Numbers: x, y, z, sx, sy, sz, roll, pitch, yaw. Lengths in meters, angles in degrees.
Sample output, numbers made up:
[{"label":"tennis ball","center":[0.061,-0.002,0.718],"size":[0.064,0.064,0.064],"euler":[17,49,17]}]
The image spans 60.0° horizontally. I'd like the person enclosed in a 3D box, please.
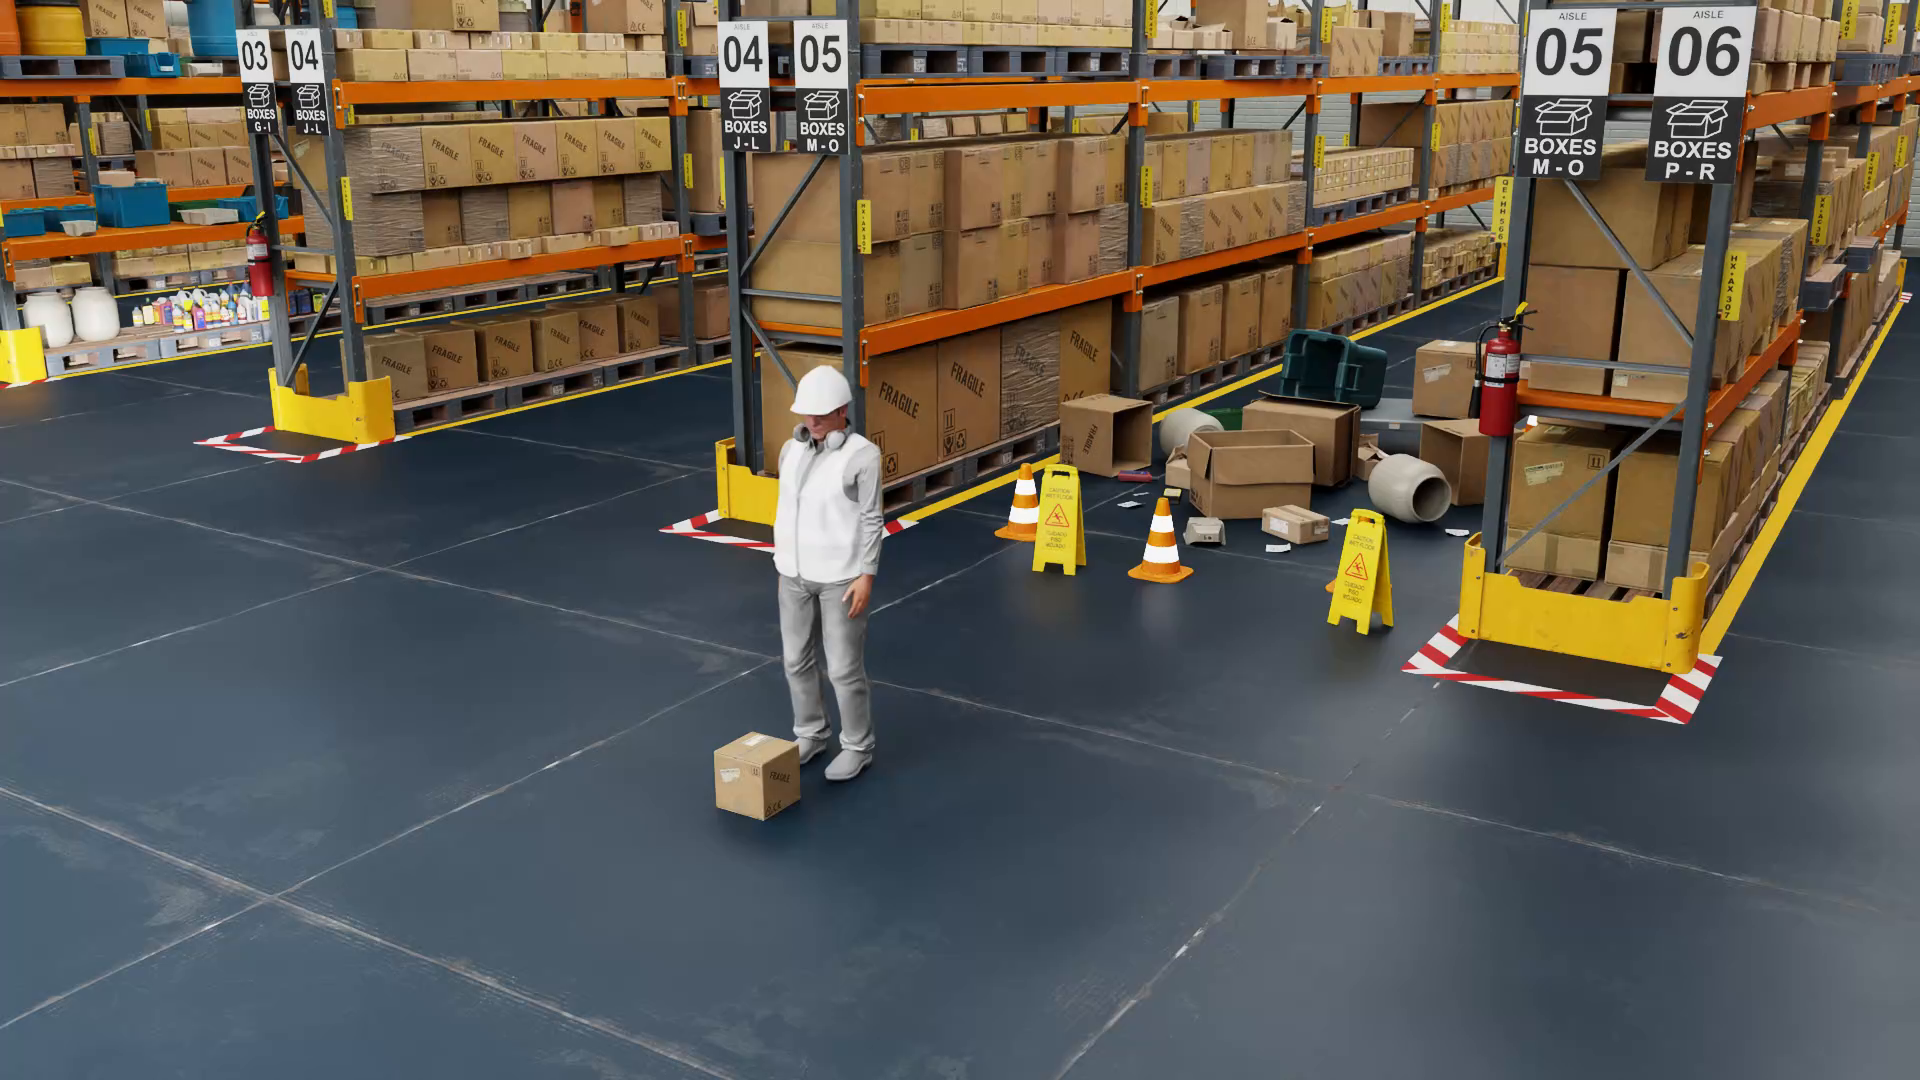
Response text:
[{"label":"person","center":[-0.557,0.136,7.035],"size":[0.533,1.765,0.357],"euler":[10,19,31]}]
